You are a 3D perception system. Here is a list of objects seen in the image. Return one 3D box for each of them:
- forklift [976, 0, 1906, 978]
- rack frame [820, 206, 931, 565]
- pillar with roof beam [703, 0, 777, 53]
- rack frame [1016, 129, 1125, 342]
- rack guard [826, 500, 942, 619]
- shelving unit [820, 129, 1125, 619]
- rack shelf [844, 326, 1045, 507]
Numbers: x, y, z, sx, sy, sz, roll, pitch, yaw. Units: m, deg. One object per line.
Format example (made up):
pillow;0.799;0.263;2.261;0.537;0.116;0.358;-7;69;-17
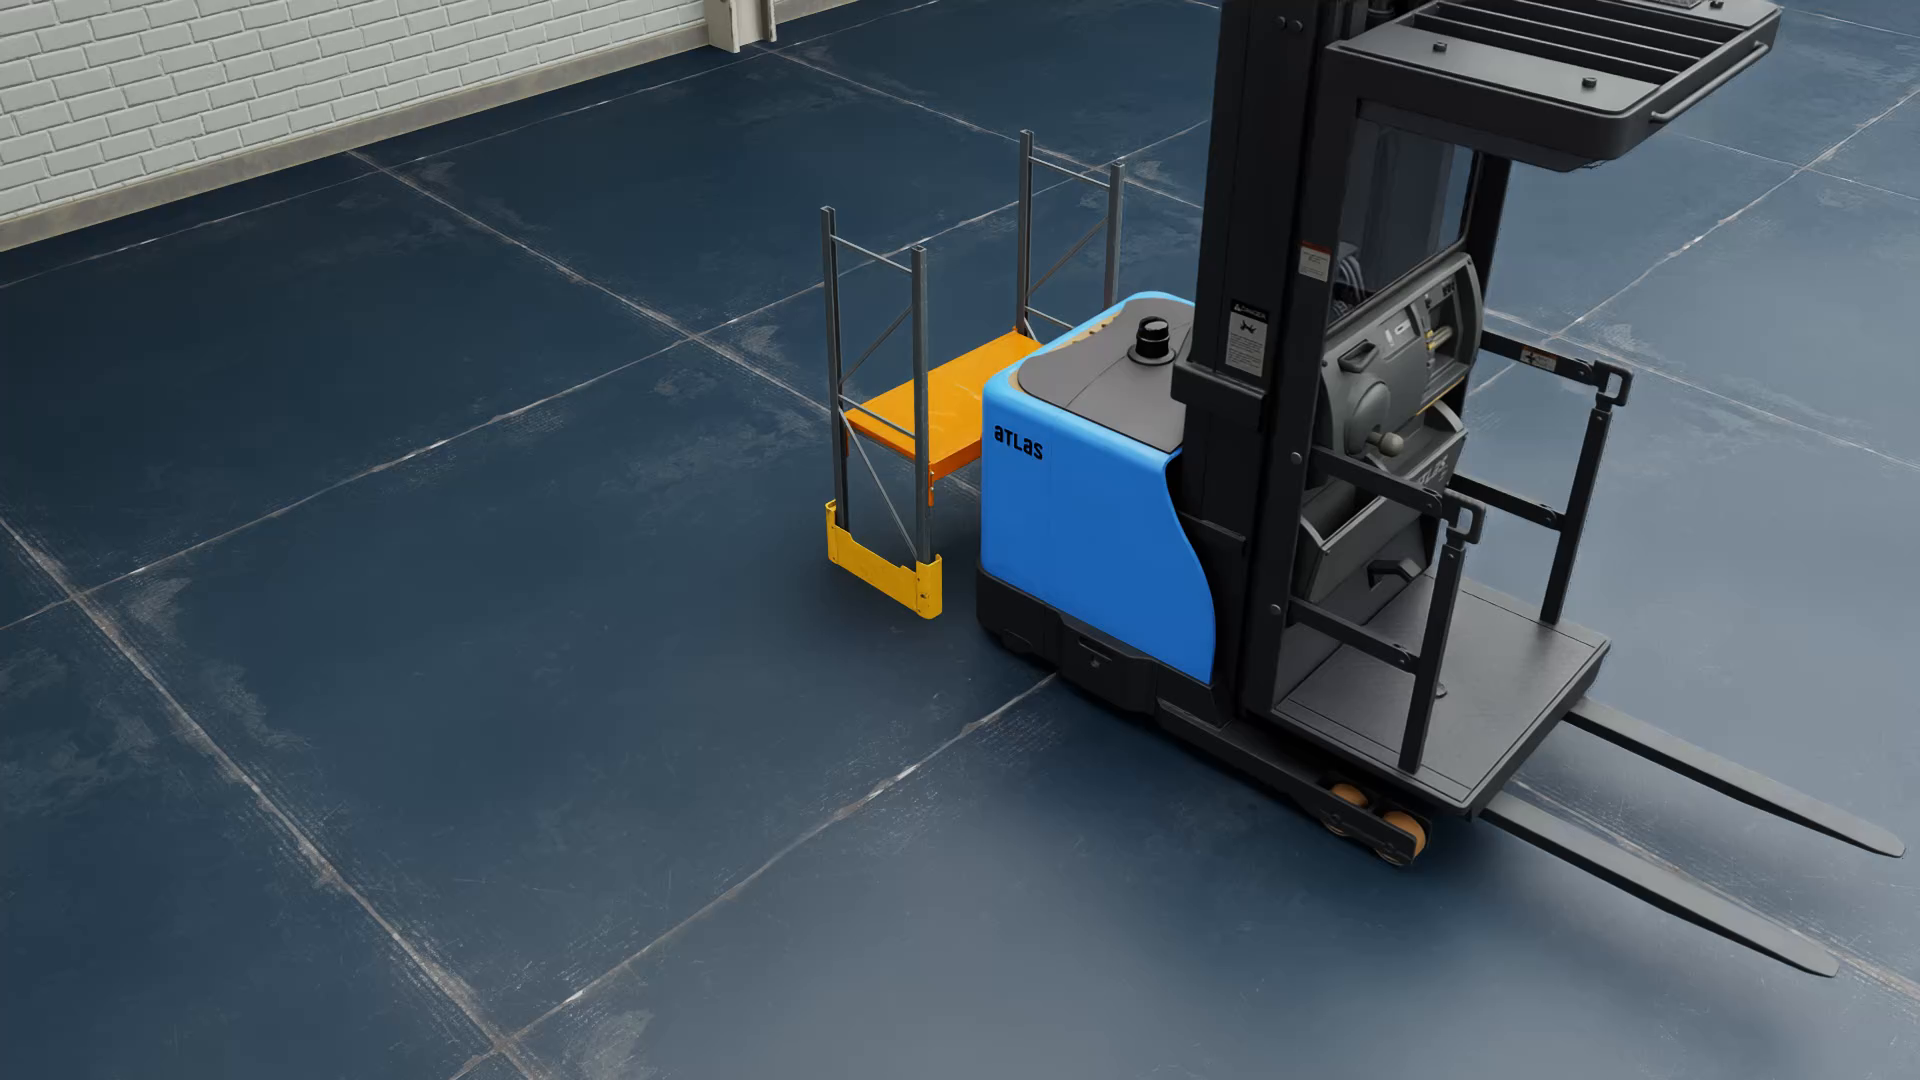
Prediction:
forklift;1.503;-0.516;4.928;3.031;2.935;1.130;26;43;33
rack frame;-0.298;-0.443;6.075;0.500;1.500;0.032;30;45;35
pillar with roof beam;1.503;-5.505;6.777;9.100;9.000;0.400;30;45;35
rack frame;0.418;-0.856;6.667;0.500;1.500;0.032;30;45;35
rack guard;-0.297;0.069;6.433;0.587;0.250;0.087;30;45;35
shelving unit;0.054;-0.646;6.365;0.587;1.500;1.083;30;45;35
rack shelf;0.060;-0.502;6.474;0.538;0.185;1.000;30;45;35
